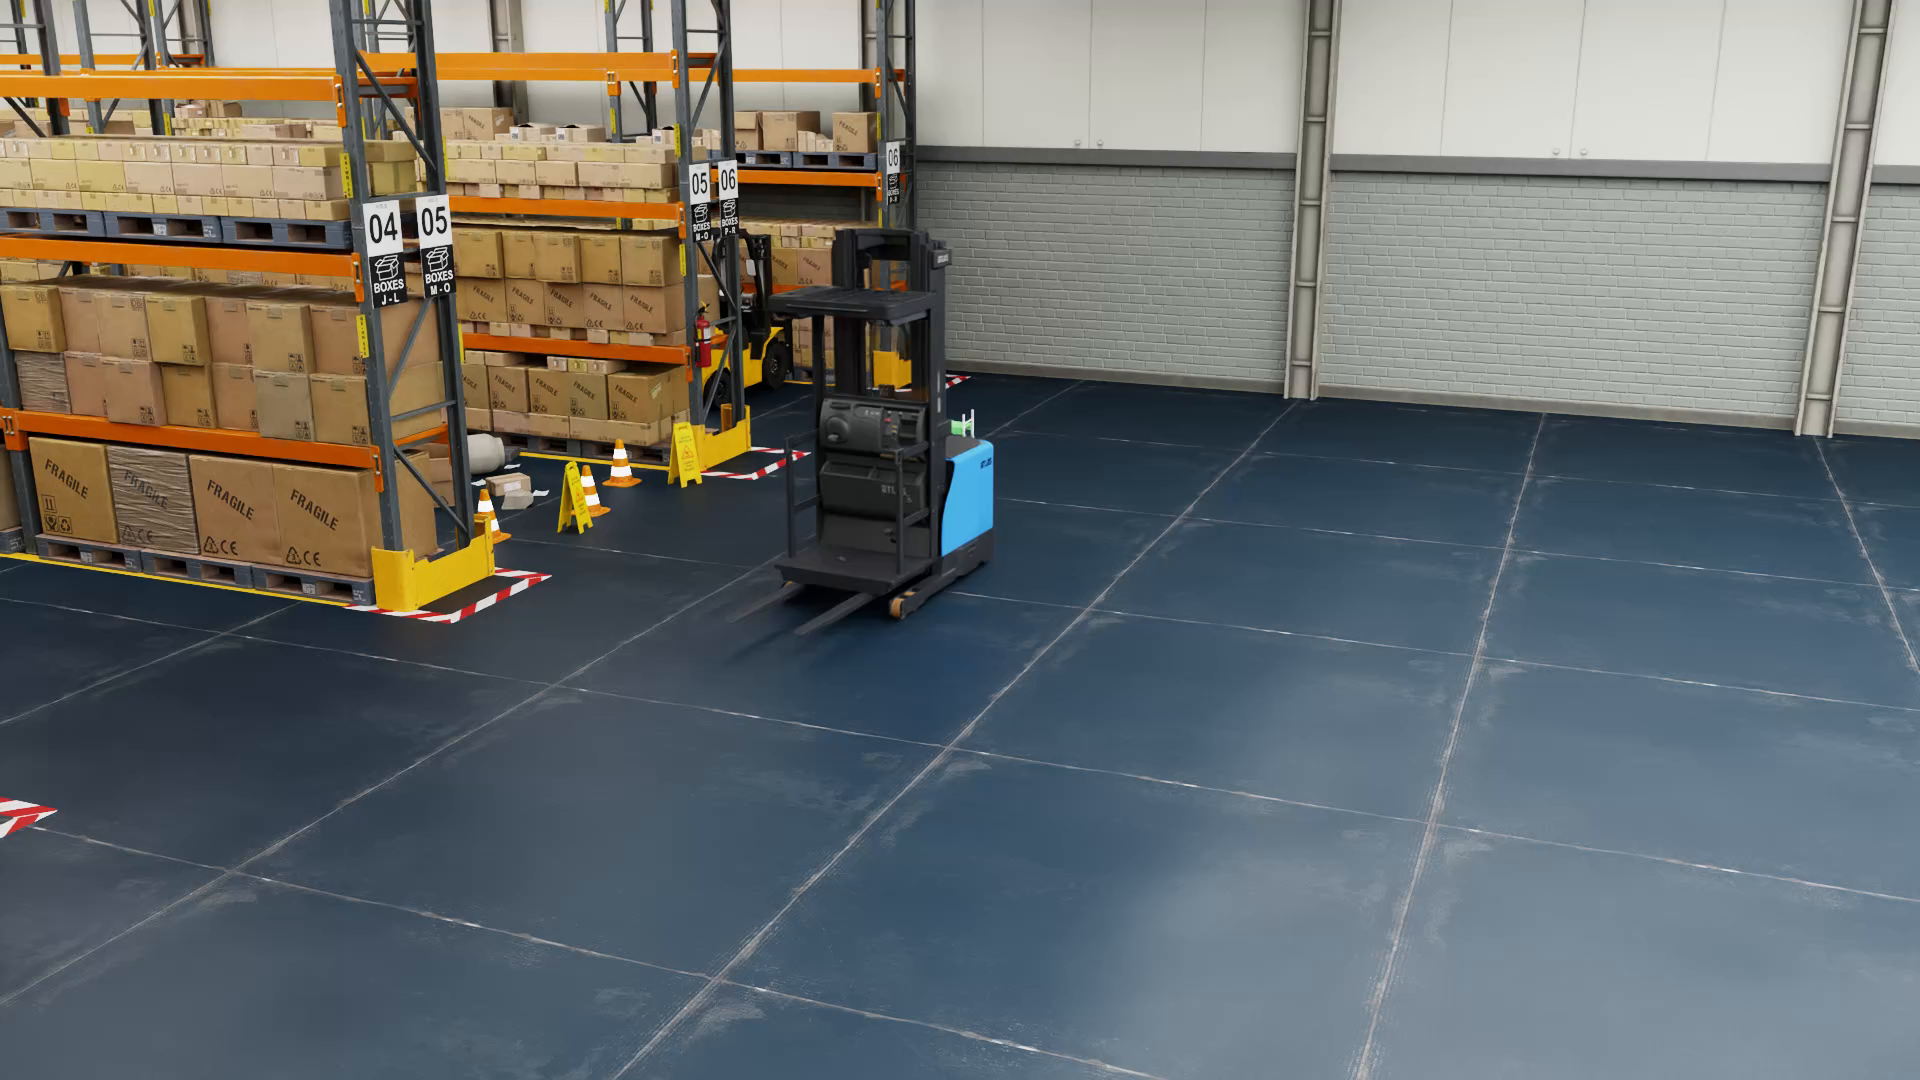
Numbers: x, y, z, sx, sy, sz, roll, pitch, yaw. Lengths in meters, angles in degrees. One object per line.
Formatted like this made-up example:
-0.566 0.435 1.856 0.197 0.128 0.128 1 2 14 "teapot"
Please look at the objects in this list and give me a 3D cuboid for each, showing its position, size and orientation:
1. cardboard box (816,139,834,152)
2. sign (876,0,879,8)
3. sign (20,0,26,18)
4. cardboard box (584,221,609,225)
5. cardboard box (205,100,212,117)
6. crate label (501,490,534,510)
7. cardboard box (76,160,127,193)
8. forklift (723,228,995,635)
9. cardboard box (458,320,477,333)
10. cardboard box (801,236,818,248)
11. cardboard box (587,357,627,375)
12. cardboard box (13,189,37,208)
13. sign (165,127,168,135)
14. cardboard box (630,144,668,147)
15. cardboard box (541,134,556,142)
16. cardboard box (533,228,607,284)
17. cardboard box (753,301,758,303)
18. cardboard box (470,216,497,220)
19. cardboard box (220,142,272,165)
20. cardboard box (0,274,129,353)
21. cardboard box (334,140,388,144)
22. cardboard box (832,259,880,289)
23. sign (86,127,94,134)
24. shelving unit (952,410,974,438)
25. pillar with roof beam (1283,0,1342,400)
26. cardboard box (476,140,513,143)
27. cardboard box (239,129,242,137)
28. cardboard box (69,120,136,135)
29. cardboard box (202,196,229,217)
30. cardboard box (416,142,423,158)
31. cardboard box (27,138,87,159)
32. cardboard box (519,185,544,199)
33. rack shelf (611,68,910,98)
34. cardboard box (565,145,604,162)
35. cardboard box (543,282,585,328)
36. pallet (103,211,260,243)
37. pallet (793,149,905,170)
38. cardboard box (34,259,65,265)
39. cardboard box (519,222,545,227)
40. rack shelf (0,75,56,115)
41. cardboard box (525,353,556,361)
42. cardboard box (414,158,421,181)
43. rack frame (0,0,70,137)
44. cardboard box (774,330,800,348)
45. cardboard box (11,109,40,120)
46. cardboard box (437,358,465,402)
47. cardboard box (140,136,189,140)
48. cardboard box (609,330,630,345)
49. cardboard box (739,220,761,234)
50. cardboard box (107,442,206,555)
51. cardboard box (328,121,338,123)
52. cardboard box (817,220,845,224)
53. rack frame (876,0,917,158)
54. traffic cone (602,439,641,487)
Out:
-1.706 -5.188 21.878 0.250 0.149 0.380 6 17 19 "cardboard box"
-1.036 -6.841 20.856 0.005 0.325 0.100 6 17 21 "sign"
-15.485 -8.797 27.451 0.005 0.325 0.100 6 17 21 "sign"
-5.255 -4.540 24.164 0.250 0.149 0.380 6 17 20 "cardboard box"
-11.677 -6.738 25.940 0.258 0.266 0.396 6 17 20 "cardboard box"
-4.360 -0.401 16.386 0.298 0.136 0.250 -2 16 -8 "crate label"
-6.793 -2.975 13.542 0.500 0.250 0.500 6 17 20 "cardboard box"
-0.798 -0.925 13.180 1.130 2.935 3.031 8 18 25 "forklift"
-5.457 -2.432 18.697 0.250 0.149 0.380 7 18 22 "cardboard box"
-1.943 -4.024 22.388 0.250 0.149 0.380 6 17 20 "cardboard box"
-3.848 -1.912 18.126 0.250 0.149 0.380 7 18 22 "cardboard box"
-7.629 -2.858 13.852 0.250 0.149 0.380 6 17 21 "cardboard box"
-9.882 -4.972 20.690 0.005 0.325 0.100 6 17 21 "sign"
-3.347 -4.180 17.908 0.250 0.149 0.380 6 17 21 "cardboard box"
-5.679 -5.625 23.383 0.250 0.149 0.380 6 17 20 "cardboard box"
-4.177 -3.071 17.940 0.500 0.500 0.700 6 17 20 "cardboard box"
-2.603 -3.230 23.382 0.500 0.250 0.500 6 17 20 "cardboard box"
-7.132 -4.762 24.931 0.250 0.149 0.380 6 17 20 "cardboard box"
-5.513 -3.008 12.938 0.250 0.149 0.380 7 17 22 "cardboard box"
-7.754 -1.984 14.497 0.550 0.550 0.875 6 17 21 "cardboard box"
-4.790 -3.126 13.344 0.250 0.149 0.380 6 17 21 "cardboard box"
-1.378 -3.643 22.238 0.500 0.500 0.500 6 17 19 "cardboard box"
-10.295 -4.727 19.702 0.005 0.325 0.100 6 17 21 "sign"
-0.154 -0.593 15.141 0.503 1.200 0.258 6 17 21 "shelving unit"
2.861 -5.068 16.567 0.400 9.000 9.100 6 17 21 "pillar with roof beam"
-5.219 -4.412 18.707 0.250 0.149 0.380 7 18 22 "cardboard box"
-10.671 -6.144 25.170 0.250 0.149 0.380 7 17 22 "cardboard box"
-10.489 -4.834 20.203 0.637 0.503 0.797 5 17 17 "cardboard box"
-5.744 -2.650 13.137 0.250 0.149 0.380 6 17 20 "cardboard box"
-5.936 -4.301 18.324 0.250 0.149 0.380 7 18 22 "cardboard box"
-7.397 -3.215 13.652 0.250 0.149 0.380 6 17 20 "cardboard box"
-4.521 -3.754 17.871 0.250 0.149 0.380 6 17 20 "cardboard box"
-2.684 -6.160 22.337 4.000 0.370 1.077 6 17 21 "rack shelf"
-3.976 -4.109 17.665 0.250 0.149 0.380 6 17 21 "cardboard box"
-4.176 -2.604 18.127 0.500 0.500 0.500 6 17 20 "cardboard box"
-6.196 -2.626 13.694 1.213 0.211 1.003 6 17 21 "pallet"
-1.472 -5.090 22.179 1.213 0.211 1.003 6 17 21 "pallet"
-11.141 -3.707 20.665 0.500 0.500 0.500 7 17 22 "cardboard box"
-6.143 -4.482 23.964 0.250 0.149 0.380 6 17 21 "cardboard box"
-9.945 -3.988 14.853 4.000 0.370 1.077 6 17 21 "rack shelf"
-4.765 -1.881 19.182 0.500 0.500 0.500 7 18 24 "cardboard box"
-6.053 -4.129 18.448 0.500 0.250 0.500 6 17 19 "cardboard box"
-8.085 -4.321 13.993 0.127 3.000 1.000 6 17 21 "rack frame"
-2.342 -2.804 22.810 0.500 0.250 0.500 6 17 19 "cardboard box"
-14.921 -6.833 26.866 0.500 0.250 0.500 6 17 20 "cardboard box"
-5.913 -1.845 19.058 0.500 0.500 0.500 7 18 23 "cardboard box"
-6.684 -3.334 14.062 0.250 0.149 0.380 6 17 21 "cardboard box"
-3.575 -2.216 17.953 0.250 0.149 0.380 6 17 20 "cardboard box"
-2.891 -4.282 22.744 0.250 0.149 0.380 6 17 21 "cardboard box"
-6.685 -0.447 14.468 0.875 0.875 0.875 6 17 21 "cardboard box"
-9.166 -6.160 24.730 0.250 0.149 0.380 6 17 19 "cardboard box"
-1.764 -4.293 22.780 0.250 0.149 0.380 6 17 21 "cardboard box"
-0.823 -6.493 21.477 0.127 3.000 1.000 6 17 21 "rack frame"
-3.515 -0.816 17.230 0.334 0.463 0.336 6 17 21 "traffic cone"
